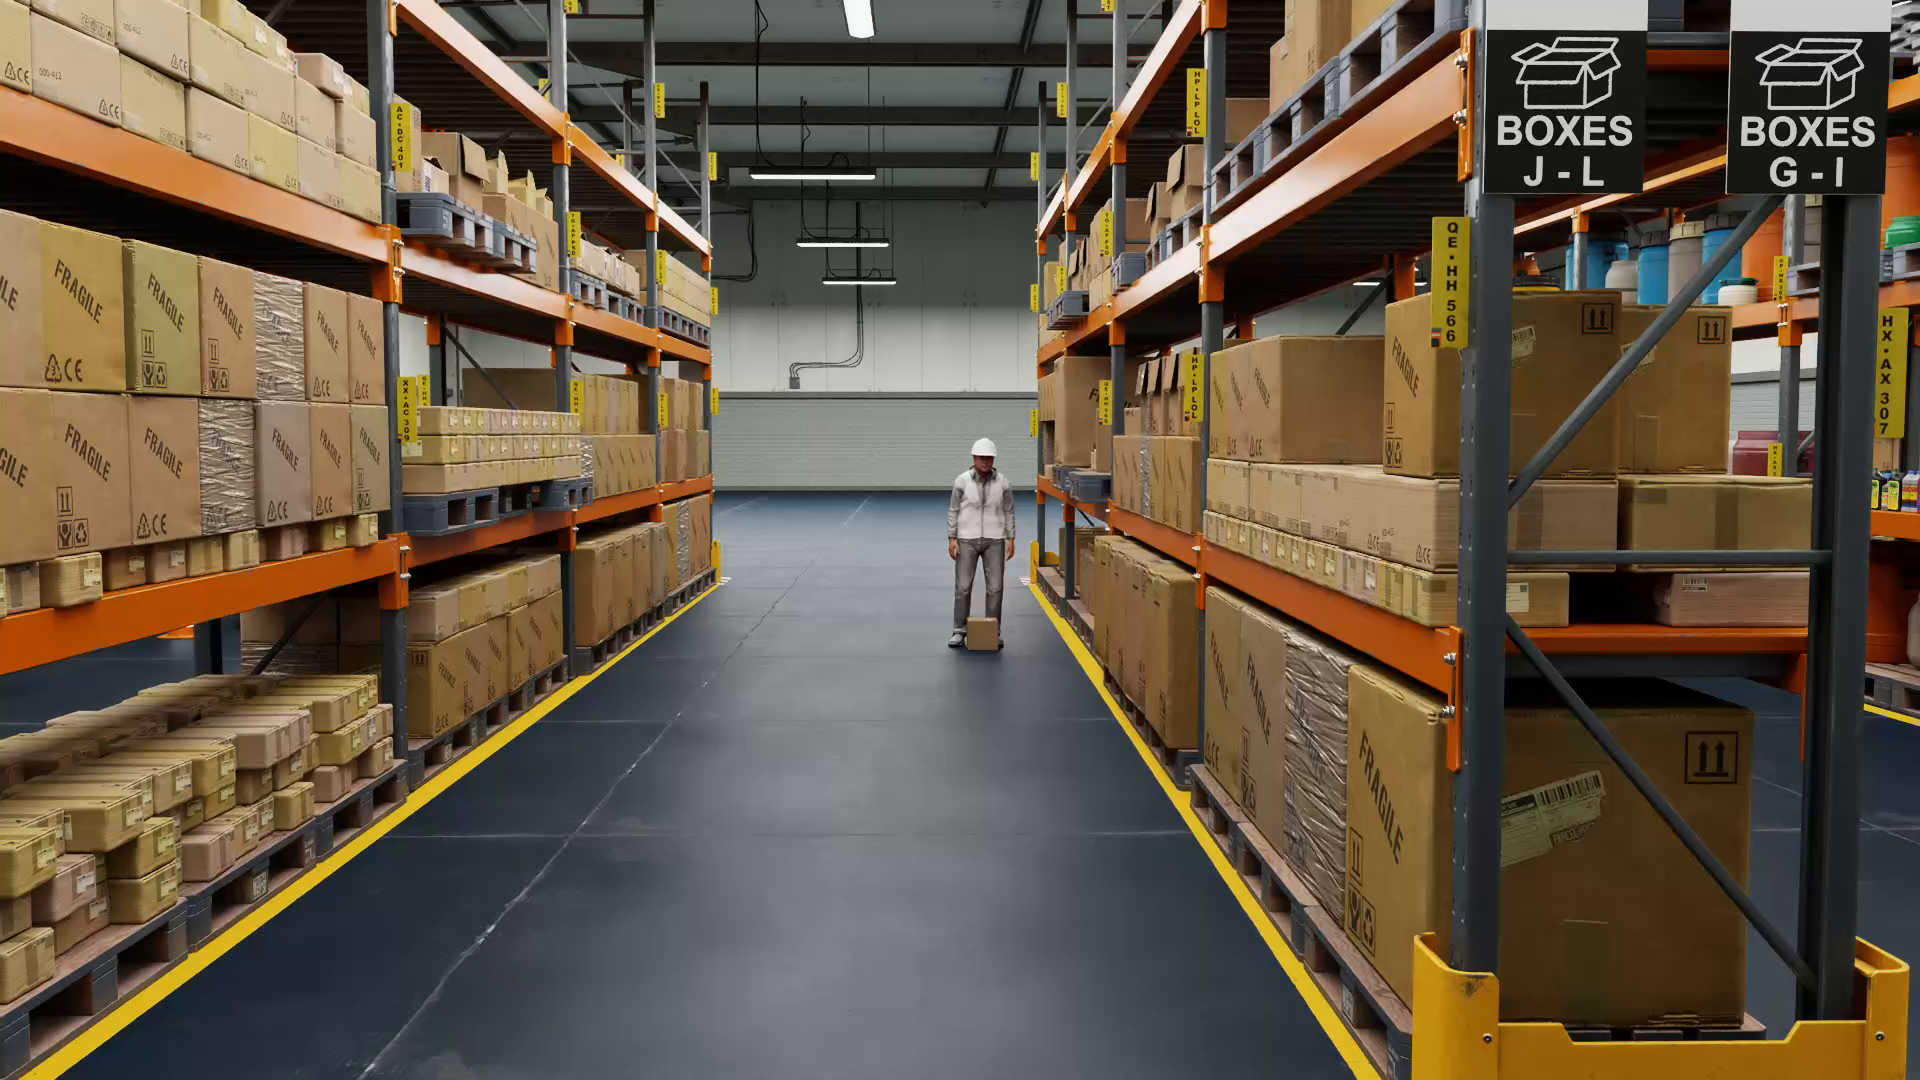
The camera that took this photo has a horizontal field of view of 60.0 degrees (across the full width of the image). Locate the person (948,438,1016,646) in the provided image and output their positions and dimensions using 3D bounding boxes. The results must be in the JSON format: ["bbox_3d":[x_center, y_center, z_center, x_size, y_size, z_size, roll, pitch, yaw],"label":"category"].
[{"bbox_3d":[0.183,0.016,14.261,0.593,1.773,0.457,0,4,-4],"label":"person"}]
